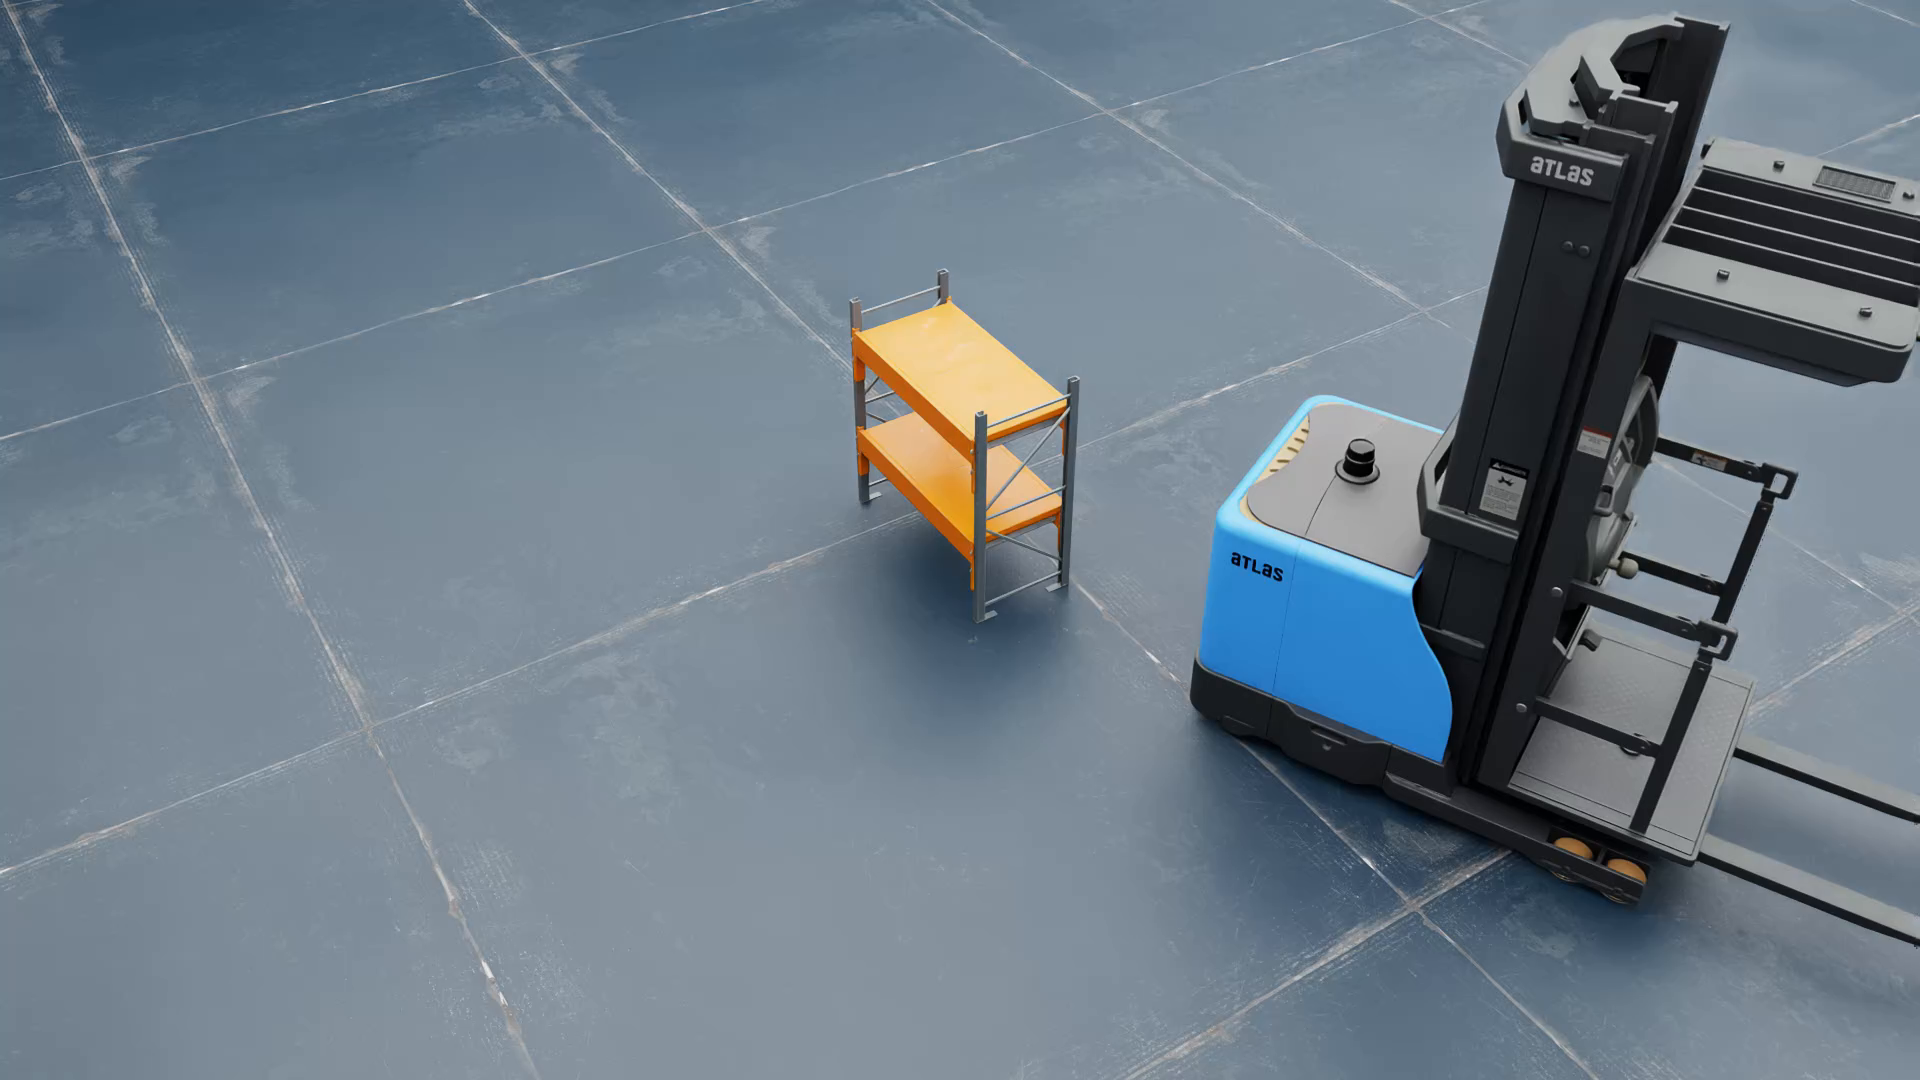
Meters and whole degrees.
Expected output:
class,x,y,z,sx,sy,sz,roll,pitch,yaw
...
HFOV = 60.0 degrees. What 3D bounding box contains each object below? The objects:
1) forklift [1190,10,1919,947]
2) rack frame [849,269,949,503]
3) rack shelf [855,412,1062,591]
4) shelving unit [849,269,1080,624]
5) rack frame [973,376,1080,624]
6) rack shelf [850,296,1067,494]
class,x,y,z,sx,sy,sz,roll,pitch,yaw
forklift,2.479,-0.166,5.721,3.031,2.935,1.130,22,44,24
rack frame,-0.270,-0.703,7.775,0.500,1.125,0.032,-22,45,-24
rack shelf,0.004,-0.241,7.603,0.538,0.278,1.000,-22,45,-24
shelving unit,0.004,-0.428,7.446,0.538,1.125,1.048,-22,45,-24
rack frame,0.277,-0.154,7.117,0.500,1.125,0.032,-22,45,-24
rack shelf,0.004,-0.653,7.259,0.538,0.278,1.000,-22,45,-24
